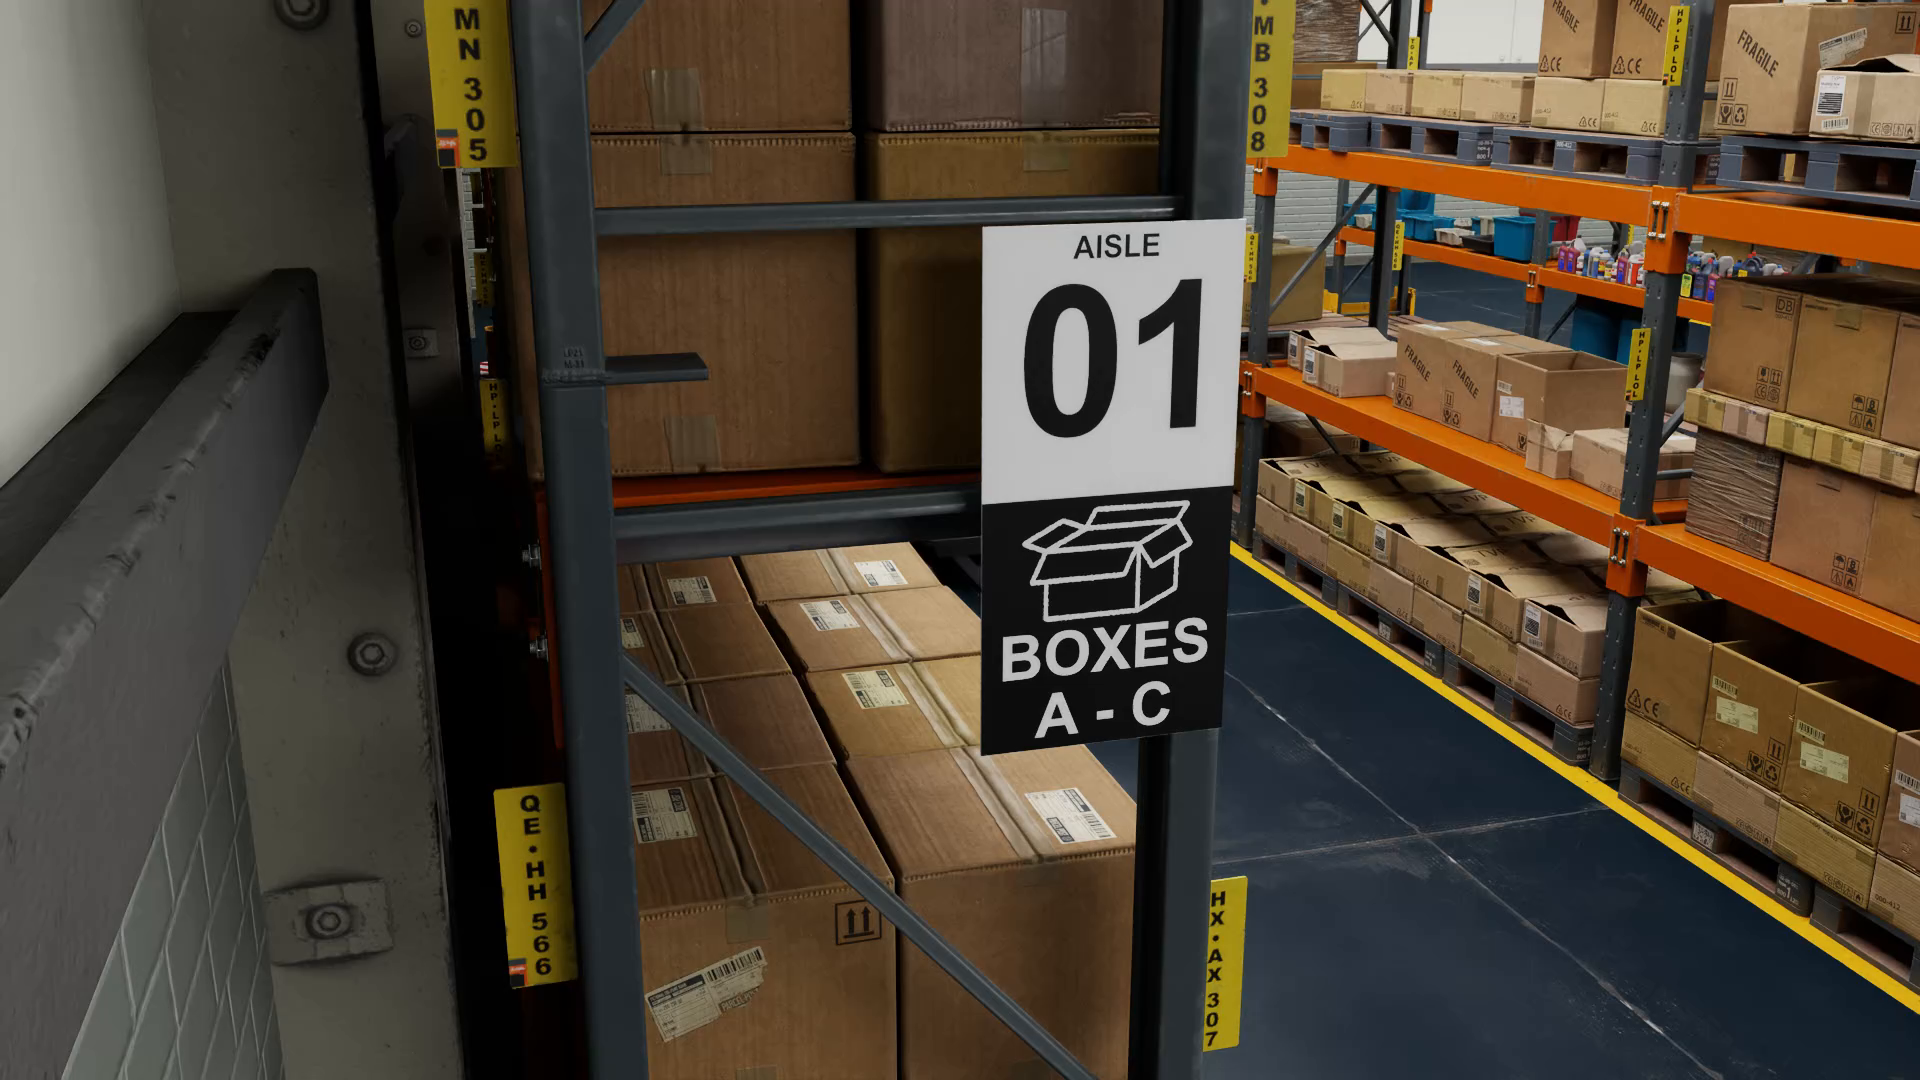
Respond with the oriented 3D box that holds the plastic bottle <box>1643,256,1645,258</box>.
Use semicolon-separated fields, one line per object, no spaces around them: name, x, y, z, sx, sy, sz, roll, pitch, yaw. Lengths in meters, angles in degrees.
plastic bottle;6.301;-2.460;15.142;0.152;0.276;0.135;-5;17;-15

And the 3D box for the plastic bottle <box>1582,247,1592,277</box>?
plastic bottle;5.943;-2.630;15.718;0.097;0.271;0.097;0;17;0

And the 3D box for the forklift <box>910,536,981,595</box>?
forklift;0.166;-1.230;10.953;1.130;2.935;3.031;-5;17;-15

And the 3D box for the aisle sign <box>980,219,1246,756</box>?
aisle sign;0.220;-0.068;2.444;0.394;0.787;0.004;-5;17;-15

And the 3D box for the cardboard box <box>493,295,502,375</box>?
cardboard box;-2.670;-1.341;10.478;0.500;0.500;0.500;-5;17;-15

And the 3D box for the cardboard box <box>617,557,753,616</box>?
cardboard box;-0.835;0.349;4.499;0.500;0.500;0.500;-4;17;-14

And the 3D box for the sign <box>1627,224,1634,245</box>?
sign;6.669;-3.097;16.566;0.100;0.325;0.005;-5;17;-15

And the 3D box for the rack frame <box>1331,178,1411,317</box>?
rack frame;5.041;-4.028;20.146;1.000;3.000;0.127;-5;17;-15

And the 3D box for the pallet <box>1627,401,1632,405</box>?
pallet;6.312;-1.369;16.143;1.003;0.211;1.213;-5;17;-15

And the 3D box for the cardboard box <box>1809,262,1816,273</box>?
cardboard box;10.550;-2.934;19.469;0.875;0.875;0.875;-5;17;-15

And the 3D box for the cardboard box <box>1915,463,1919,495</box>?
cardboard box;3.820;-0.231;6.204;0.380;0.149;0.250;-5;17;-17

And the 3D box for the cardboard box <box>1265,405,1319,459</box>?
cardboard box;2.476;-0.731;12.751;0.500;0.500;0.500;-5;18;-17

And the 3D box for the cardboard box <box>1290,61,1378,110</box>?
cardboard box;2.323;-3.027;11.426;0.910;0.500;0.500;-5;17;-15

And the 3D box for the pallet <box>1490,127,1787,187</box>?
pallet;3.320;-1.906;8.201;0.805;0.209;1.217;-5;18;-17

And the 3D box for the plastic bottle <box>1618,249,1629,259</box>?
plastic bottle;6.444;-2.728;16.164;0.097;0.201;0.097;0;17;0

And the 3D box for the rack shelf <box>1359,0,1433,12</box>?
rack shelf;5.590;-5.812;17.603;1.077;0.370;4.000;-5;17;-15

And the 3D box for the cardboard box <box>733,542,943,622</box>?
cardboard box;-0.346;0.306;4.642;0.500;0.500;0.500;-4;17;-14

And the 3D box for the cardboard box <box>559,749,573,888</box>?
cardboard box;-0.840;0.709;4.605;0.500;0.250;0.500;-4;17;-15

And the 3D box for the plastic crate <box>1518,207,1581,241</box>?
plastic crate;6.136;-3.247;17.333;0.402;0.464;0.583;-5;17;-15

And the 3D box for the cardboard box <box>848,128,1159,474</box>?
cardboard box;0.061;-0.425;2.730;0.500;0.500;0.500;-4;17;-14

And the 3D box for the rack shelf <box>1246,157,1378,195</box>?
rack shelf;1.926;-3.069;12.993;1.077;0.370;4.000;-5;17;-15

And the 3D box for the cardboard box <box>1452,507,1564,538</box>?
cardboard box;3.277;-0.030;9.912;0.500;0.311;0.500;-4;17;-14

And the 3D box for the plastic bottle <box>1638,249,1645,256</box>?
plastic bottle;6.617;-2.713;16.114;0.097;0.201;0.097;0;17;0

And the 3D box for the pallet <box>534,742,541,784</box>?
pallet;-1.403;1.195;7.606;1.003;0.211;1.213;-5;17;-15

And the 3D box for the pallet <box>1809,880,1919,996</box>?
pallet;4.092;1.579;6.328;1.003;0.211;1.213;-5;17;-15

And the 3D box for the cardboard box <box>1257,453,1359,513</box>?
cardboard box;2.337;-0.409;11.174;0.500;0.311;0.500;-4;17;-13

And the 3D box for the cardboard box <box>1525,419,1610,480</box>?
cardboard box;3.157;-0.482;8.577;0.396;0.266;0.258;-5;17;-17

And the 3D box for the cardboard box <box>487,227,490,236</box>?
cardboard box;-2.937;-1.981;11.305;0.500;0.250;0.500;-5;17;-17

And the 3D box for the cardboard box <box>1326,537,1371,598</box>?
cardboard box;2.625;0.142;10.315;0.500;0.250;0.500;-5;17;-17

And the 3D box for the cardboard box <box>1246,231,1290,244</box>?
cardboard box;2.126;-2.107;12.847;0.700;0.500;0.500;-1;17;-5

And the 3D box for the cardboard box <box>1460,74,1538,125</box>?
cardboard box;3.108;-2.417;9.102;0.500;0.250;0.500;-6;18;-20

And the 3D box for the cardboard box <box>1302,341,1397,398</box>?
cardboard box;2.535;-1.119;10.618;0.500;0.311;0.500;-5;17;-16

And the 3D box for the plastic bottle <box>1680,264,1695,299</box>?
plastic bottle;6.316;-2.241;14.402;0.061;0.283;0.133;-5;17;-15

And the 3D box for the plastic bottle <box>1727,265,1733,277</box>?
plastic bottle;6.957;-2.371;14.976;0.097;0.201;0.097;0;17;0

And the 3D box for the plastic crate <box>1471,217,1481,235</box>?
plastic crate;5.852;-3.428;18.338;0.416;0.233;0.300;-5;17;-15

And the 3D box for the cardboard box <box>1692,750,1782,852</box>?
cardboard box;3.543;1.089;7.162;0.500;0.250;0.500;-5;17;-15

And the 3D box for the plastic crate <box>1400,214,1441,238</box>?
plastic crate;5.154;-3.518;18.635;0.416;0.233;0.300;-5;17;-15

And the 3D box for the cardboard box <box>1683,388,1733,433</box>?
cardboard box;3.462;-0.587;7.390;0.380;0.149;0.250;-5;17;-15

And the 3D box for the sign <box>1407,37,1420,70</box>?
sign;3.011;-3.188;11.101;0.100;0.325;0.005;-5;17;-15

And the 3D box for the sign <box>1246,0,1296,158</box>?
sign;0.434;-0.717;2.391;0.100;0.325;0.005;-5;17;-15

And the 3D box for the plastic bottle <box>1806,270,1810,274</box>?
plastic bottle;7.198;-2.161;14.157;0.097;0.271;0.097;0;17;0

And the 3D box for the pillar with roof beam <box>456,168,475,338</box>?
pillar with roof beam;-1.919;-7.136;20.068;9.100;9.000;0.400;-5;17;-15

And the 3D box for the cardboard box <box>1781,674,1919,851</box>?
cardboard box;3.676;0.868;6.593;0.500;0.500;0.500;-5;17;-15

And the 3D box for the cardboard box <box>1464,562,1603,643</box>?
cardboard box;3.039;0.297;8.825;0.500;0.311;0.500;-4;17;-14

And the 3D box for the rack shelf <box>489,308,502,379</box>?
rack shelf;-2.836;-1.240;12.117;1.077;0.370;4.000;-5;17;-15

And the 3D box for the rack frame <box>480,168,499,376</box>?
rack frame;-4.485;-3.244;17.539;1.000;3.000;0.127;-5;17;-15

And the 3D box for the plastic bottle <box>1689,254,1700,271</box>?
plastic bottle;6.720;-2.483;15.229;0.097;0.271;0.097;0;17;0

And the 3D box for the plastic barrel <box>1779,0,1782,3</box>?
plastic barrel;6.756;-4.339;14.368;0.600;0.901;0.708;-5;17;-15

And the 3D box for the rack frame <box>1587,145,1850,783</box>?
rack frame;3.575;-0.318;7.796;1.000;3.000;0.127;-5;17;-15

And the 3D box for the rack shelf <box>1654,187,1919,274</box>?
rack shelf;4.124;-0.857;5.626;1.077;0.370;4.000;-5;17;-15
